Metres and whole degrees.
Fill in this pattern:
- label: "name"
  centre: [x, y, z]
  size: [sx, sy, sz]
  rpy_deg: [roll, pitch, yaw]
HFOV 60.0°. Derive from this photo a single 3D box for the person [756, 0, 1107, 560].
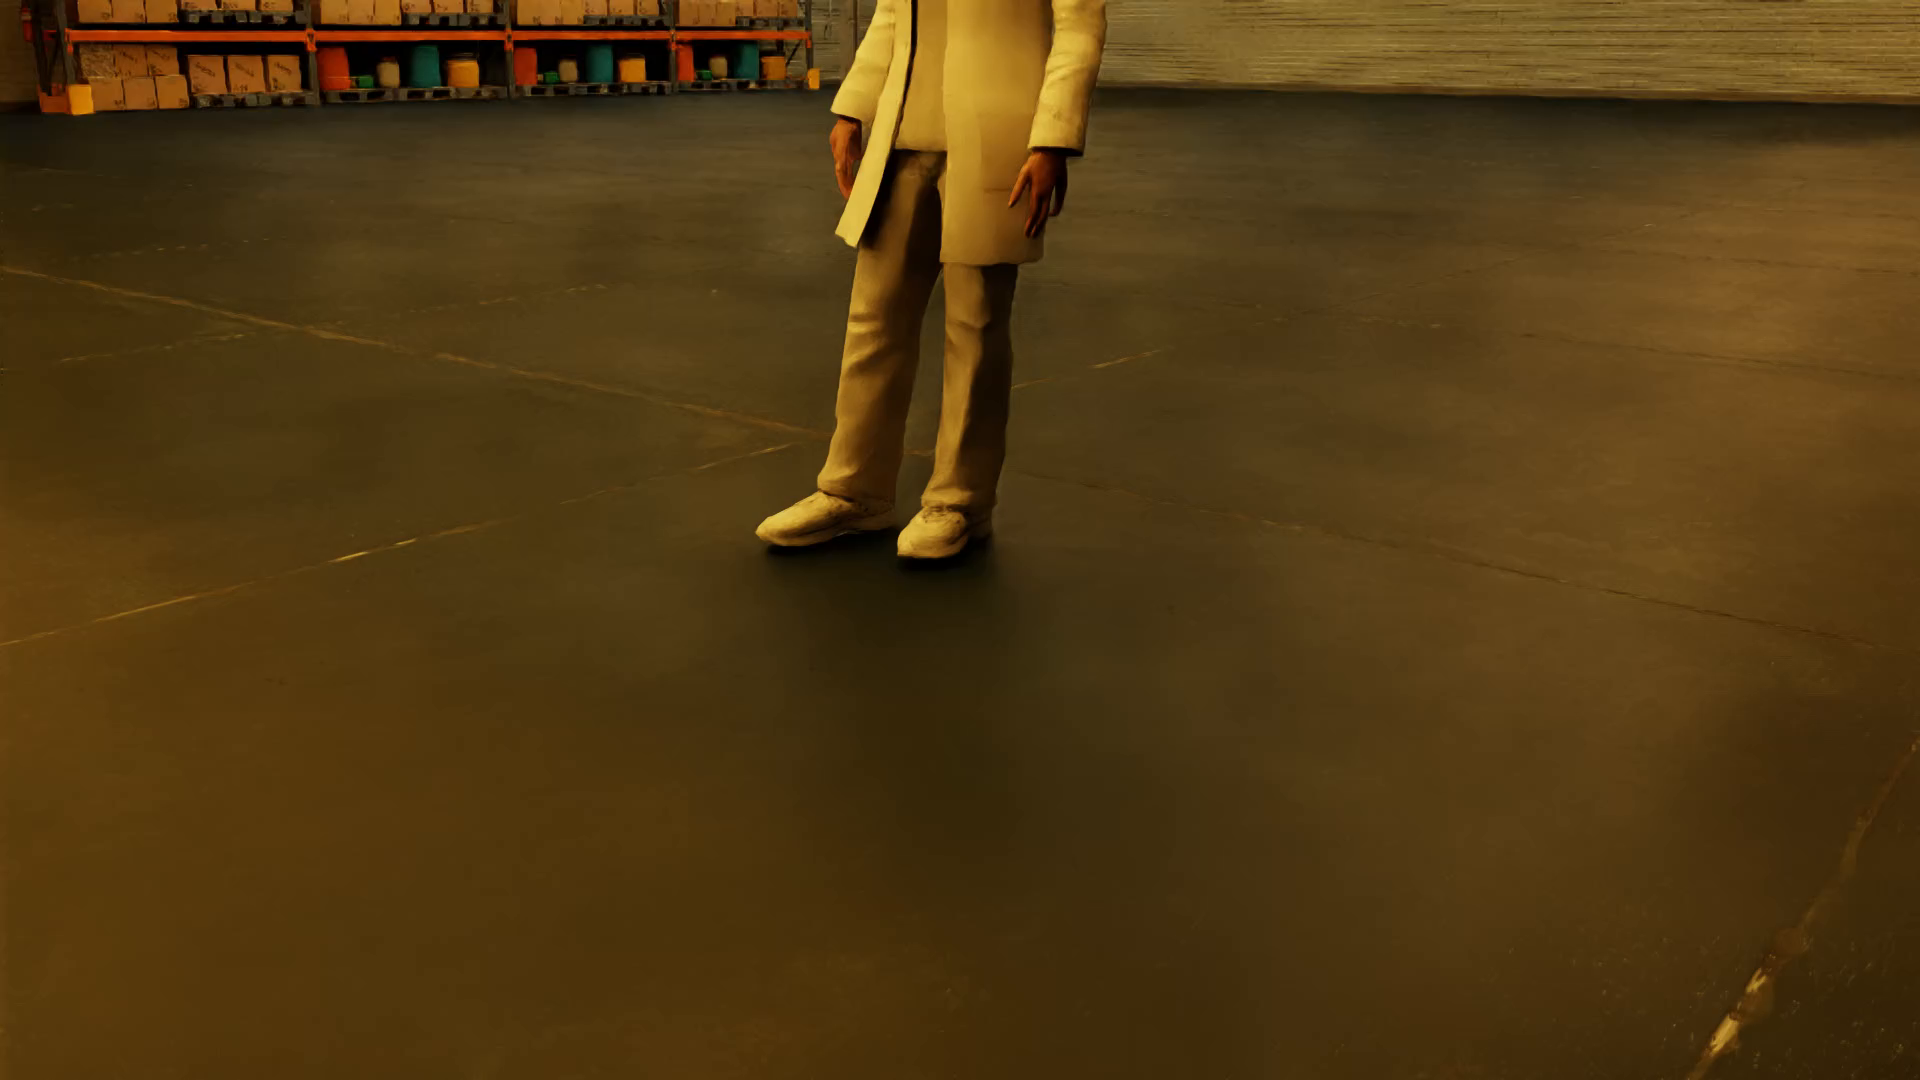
- label: "person"
  centre: [-0.062, -0.838, 3.617]
  size: [0.694, 1.776, 0.579]
  rpy_deg: [13, 21, 37]
